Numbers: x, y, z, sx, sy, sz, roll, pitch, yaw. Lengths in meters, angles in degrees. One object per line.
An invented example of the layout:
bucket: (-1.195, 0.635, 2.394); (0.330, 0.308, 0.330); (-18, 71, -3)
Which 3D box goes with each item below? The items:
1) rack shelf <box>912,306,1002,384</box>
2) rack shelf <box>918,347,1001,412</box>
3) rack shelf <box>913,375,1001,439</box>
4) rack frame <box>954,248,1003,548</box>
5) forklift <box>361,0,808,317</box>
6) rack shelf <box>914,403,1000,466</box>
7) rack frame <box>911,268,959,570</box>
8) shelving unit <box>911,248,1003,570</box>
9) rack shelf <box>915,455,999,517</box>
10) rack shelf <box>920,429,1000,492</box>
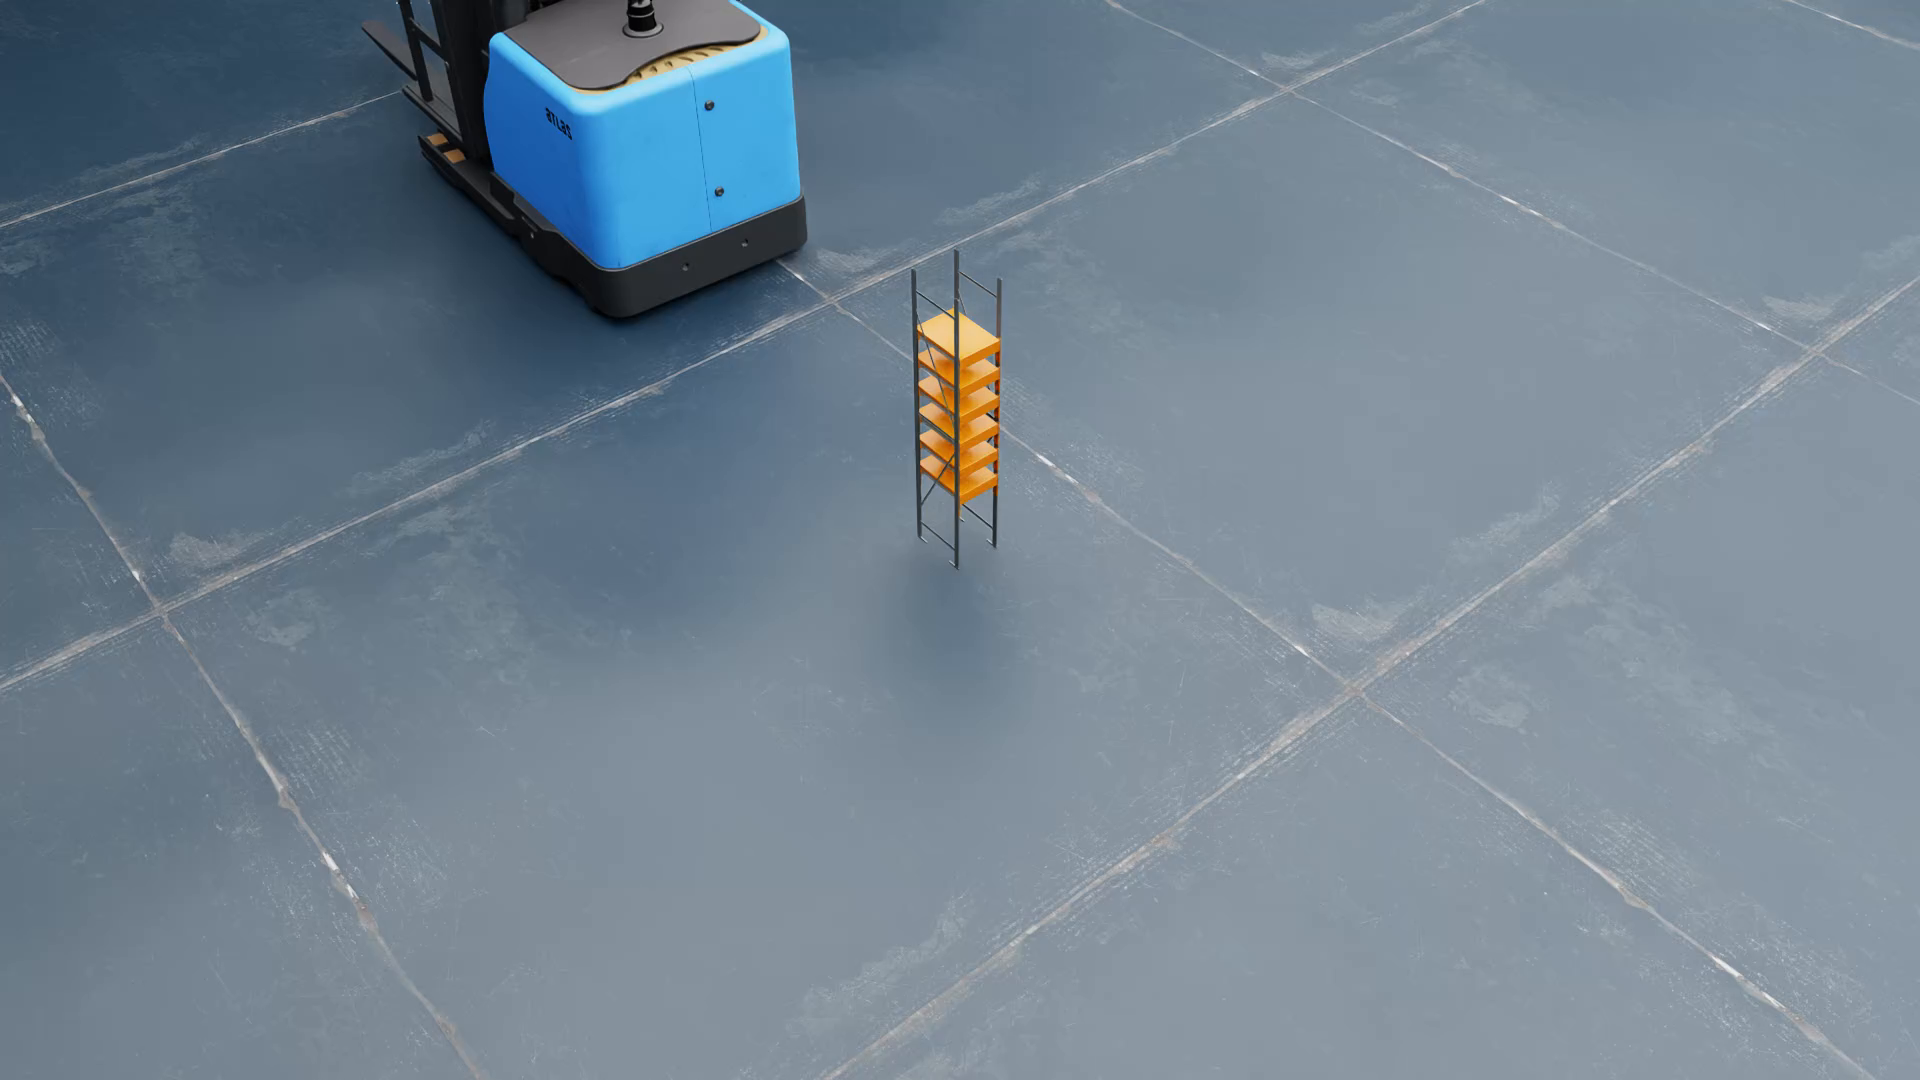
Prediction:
rack shelf: (-0.011, -0.661, 5.616); (0.180, 0.103, 0.258); (-30, 51, -28)
rack shelf: (-0.011, -0.574, 5.699); (0.180, 0.103, 0.258); (-30, 51, -28)
rack shelf: (-0.011, -0.486, 5.781); (0.180, 0.103, 0.258); (-30, 51, -28)
rack frame: (0.059, -0.471, 5.875); (0.006, 1.200, 0.240); (-30, 51, -28)
forklift: (-1.998, -2.984, 7.286); (1.130, 2.935, 3.031); (-28, 50, -27)
rack shelf: (-0.011, -0.399, 5.863); (0.180, 0.103, 0.258); (-30, 51, -28)
rack frame: (-0.081, -0.391, 5.790); (0.006, 1.200, 0.240); (-30, 51, -28)
shelving unit: (-0.011, -0.431, 5.832); (0.189, 1.200, 0.258); (-30, 51, -28)
rack shelf: (-0.011, -0.224, 6.027); (0.180, 0.103, 0.258); (-30, 51, -28)
rack shelf: (-0.011, -0.311, 5.945); (0.180, 0.103, 0.258); (-30, 51, -28)
